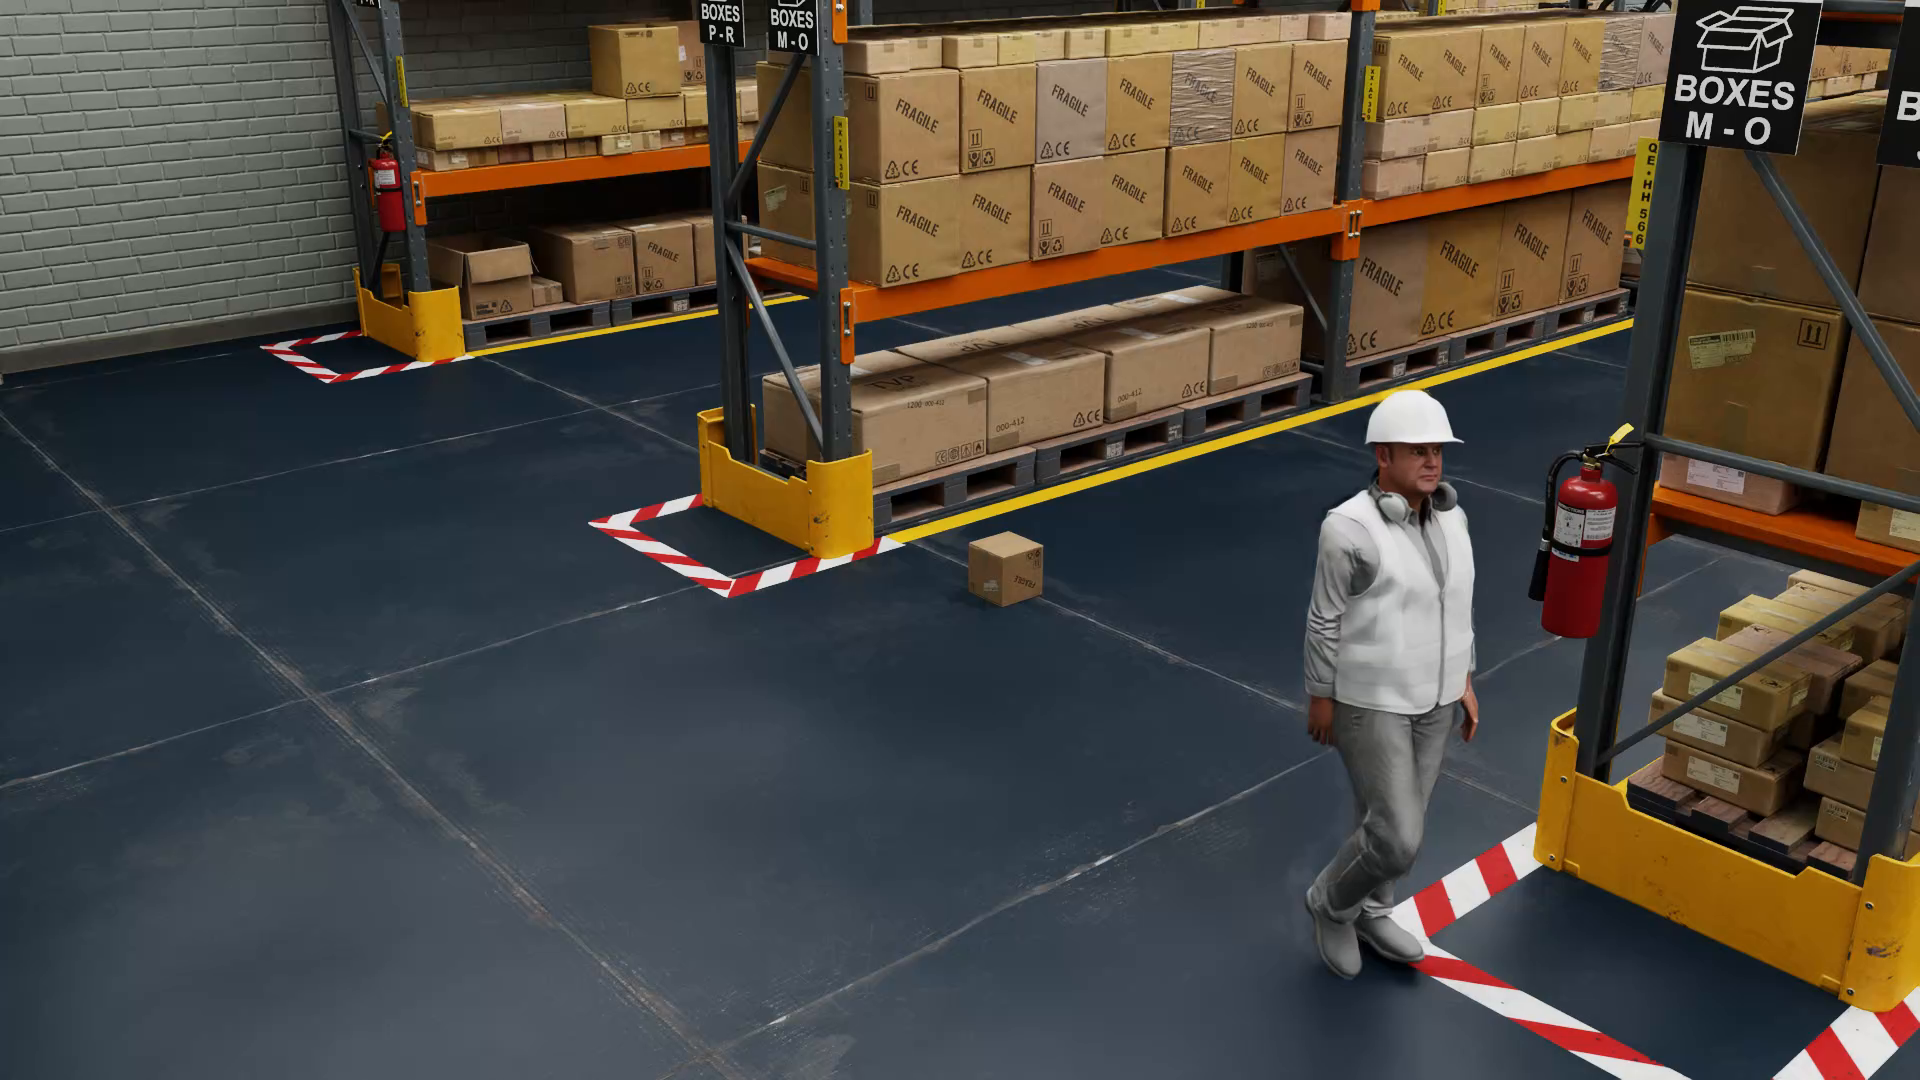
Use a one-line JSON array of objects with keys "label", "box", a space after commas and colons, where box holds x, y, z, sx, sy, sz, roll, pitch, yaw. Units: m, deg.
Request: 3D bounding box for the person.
[{"label": "person", "box": [1.281, 0.462, 4.798, 0.536, 1.797, 0.454, -12, 24, -30]}]
